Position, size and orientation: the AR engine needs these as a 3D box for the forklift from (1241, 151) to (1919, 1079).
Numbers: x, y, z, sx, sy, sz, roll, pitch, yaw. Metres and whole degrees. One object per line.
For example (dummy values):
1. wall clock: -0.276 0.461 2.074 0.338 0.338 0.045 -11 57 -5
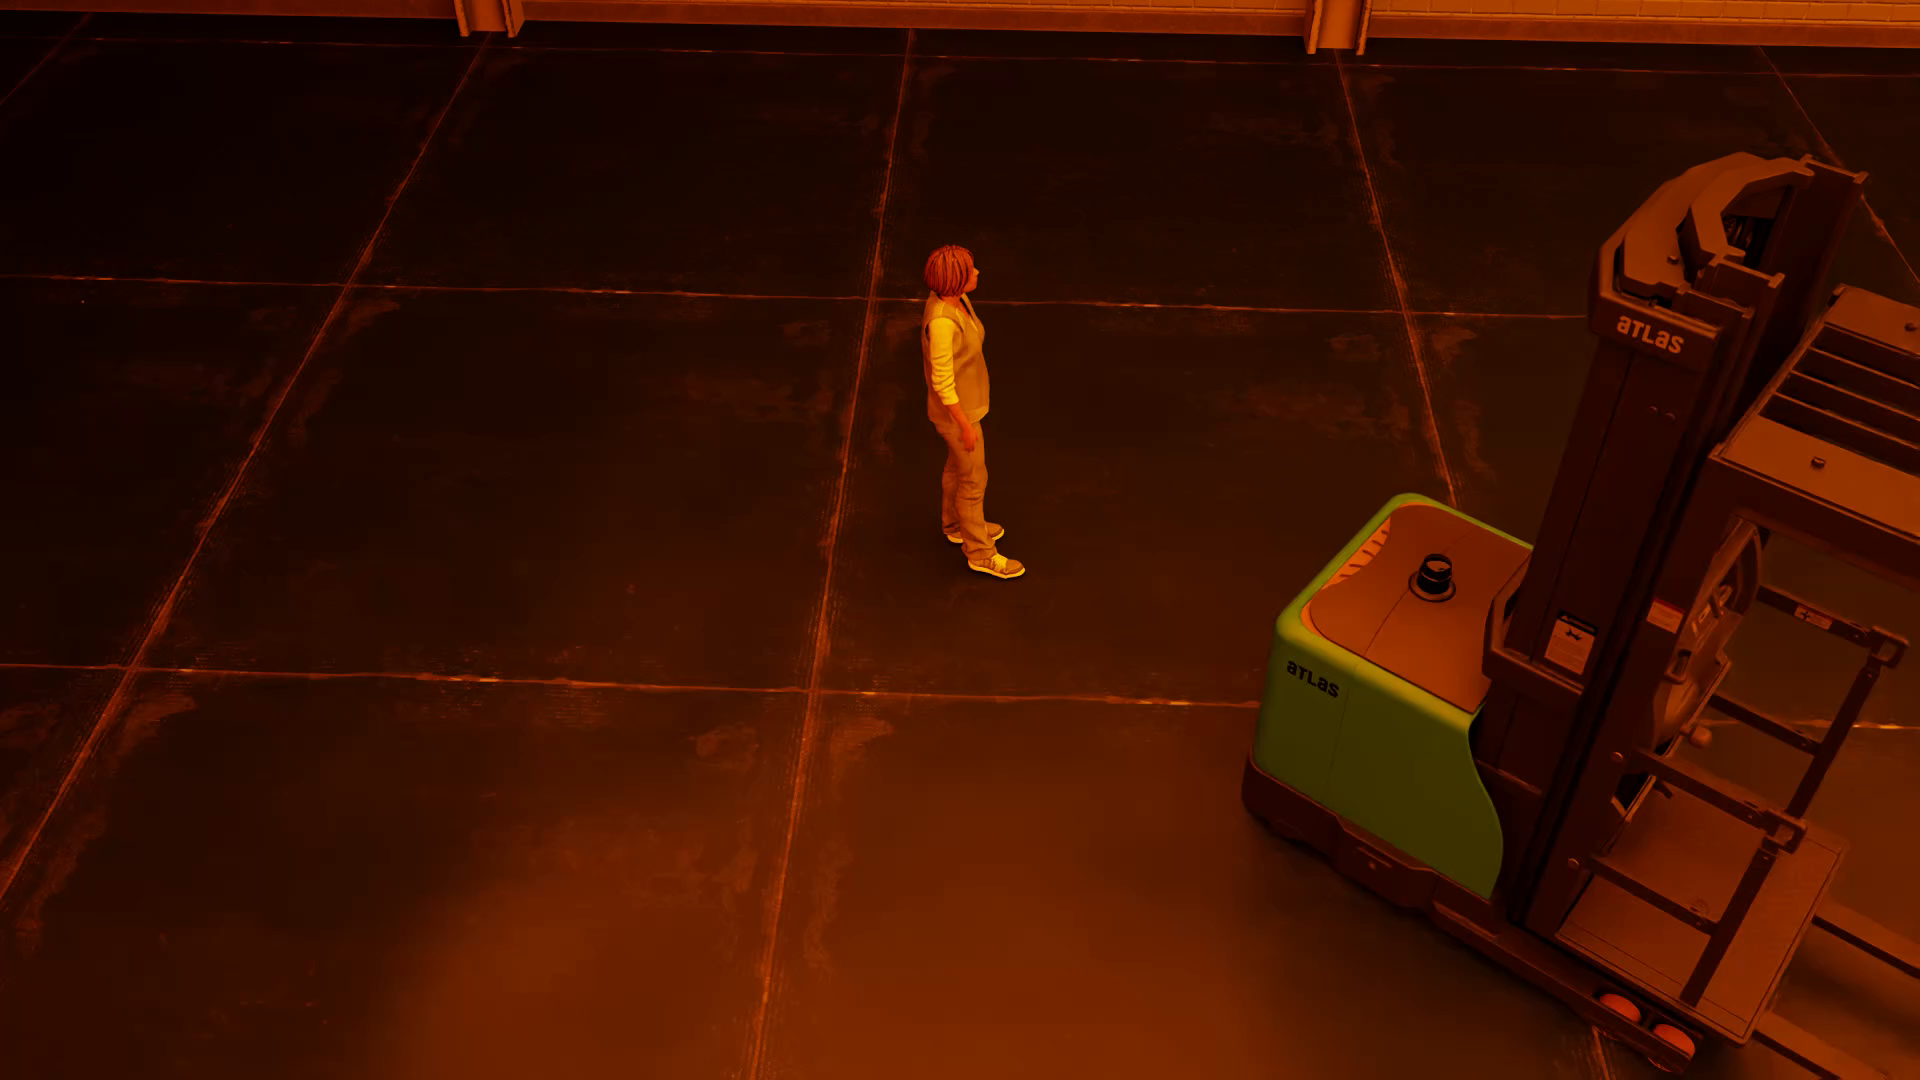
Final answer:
1. forklift: 2.591 0.381 5.325 3.031 2.935 1.130 29 50 28

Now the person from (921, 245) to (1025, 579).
1. person: 0.074 -0.583 7.360 0.473 1.599 0.520 2 42 2
